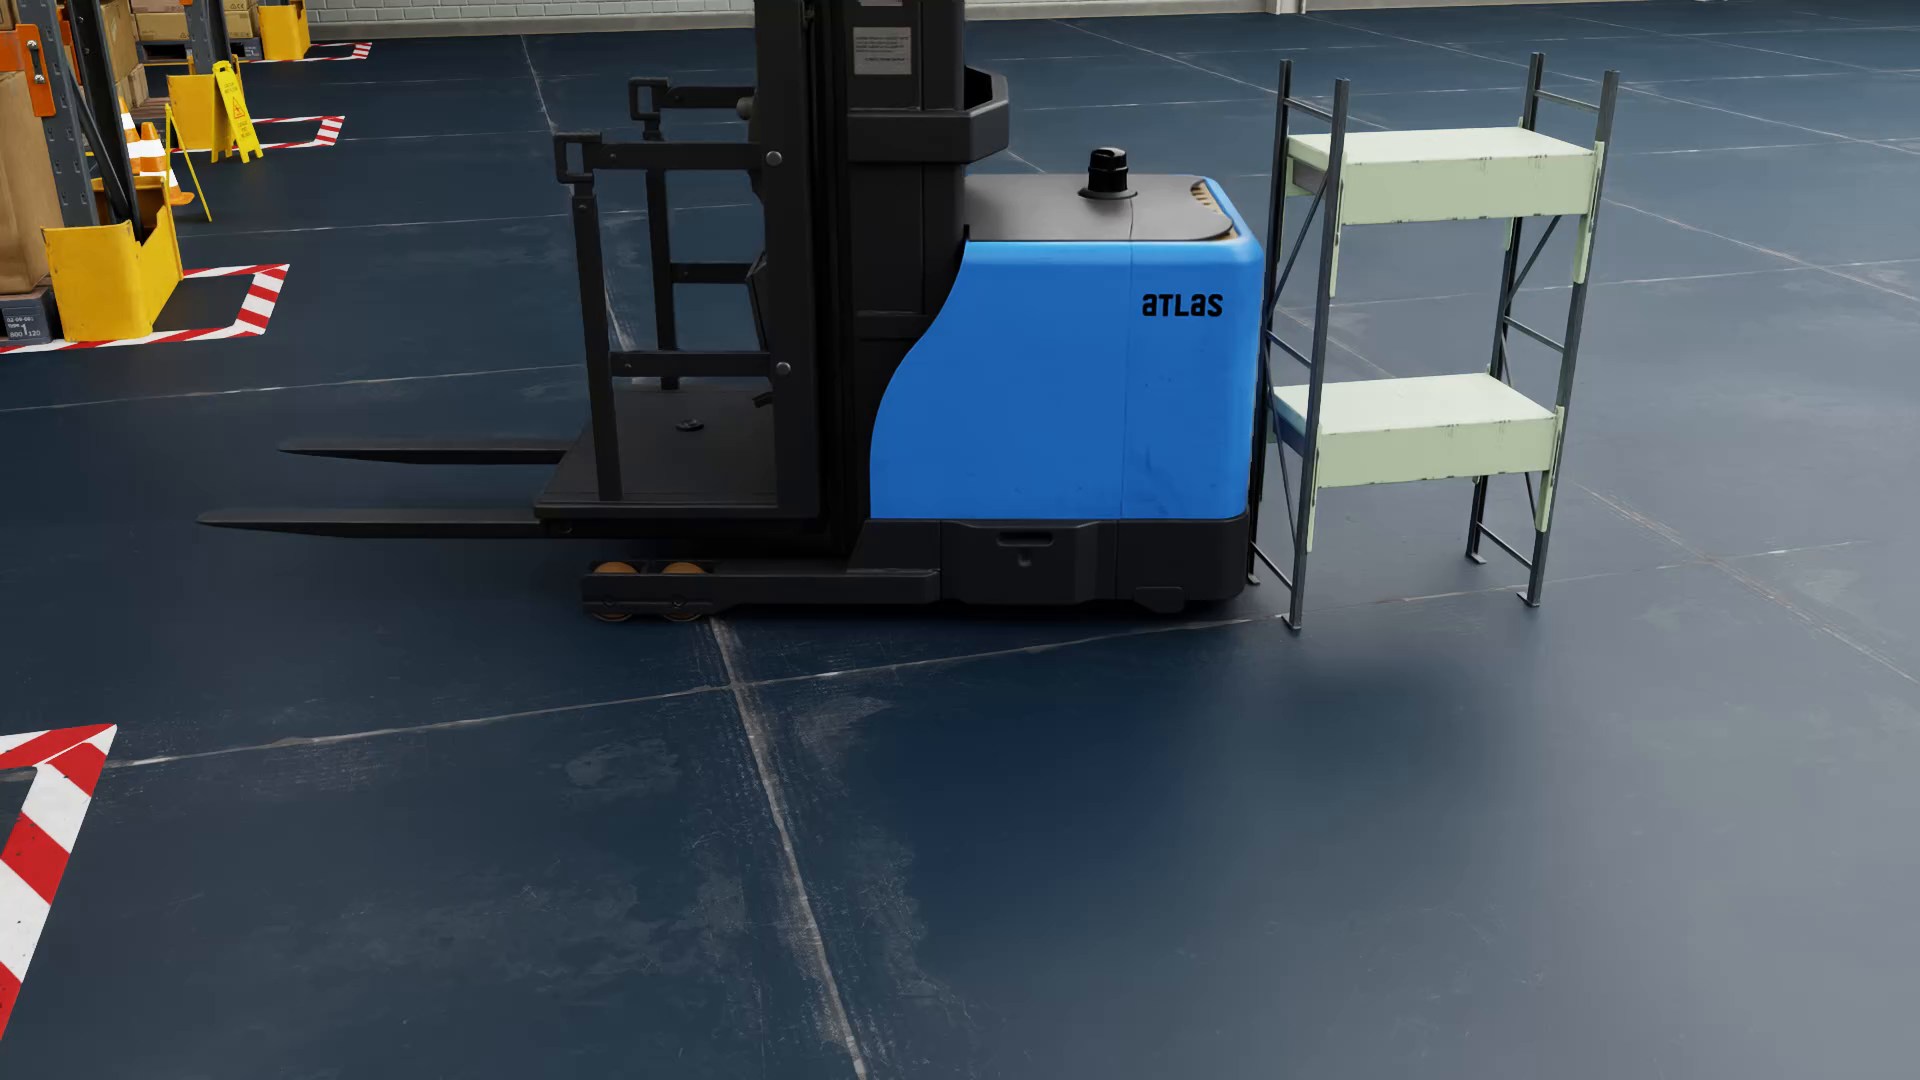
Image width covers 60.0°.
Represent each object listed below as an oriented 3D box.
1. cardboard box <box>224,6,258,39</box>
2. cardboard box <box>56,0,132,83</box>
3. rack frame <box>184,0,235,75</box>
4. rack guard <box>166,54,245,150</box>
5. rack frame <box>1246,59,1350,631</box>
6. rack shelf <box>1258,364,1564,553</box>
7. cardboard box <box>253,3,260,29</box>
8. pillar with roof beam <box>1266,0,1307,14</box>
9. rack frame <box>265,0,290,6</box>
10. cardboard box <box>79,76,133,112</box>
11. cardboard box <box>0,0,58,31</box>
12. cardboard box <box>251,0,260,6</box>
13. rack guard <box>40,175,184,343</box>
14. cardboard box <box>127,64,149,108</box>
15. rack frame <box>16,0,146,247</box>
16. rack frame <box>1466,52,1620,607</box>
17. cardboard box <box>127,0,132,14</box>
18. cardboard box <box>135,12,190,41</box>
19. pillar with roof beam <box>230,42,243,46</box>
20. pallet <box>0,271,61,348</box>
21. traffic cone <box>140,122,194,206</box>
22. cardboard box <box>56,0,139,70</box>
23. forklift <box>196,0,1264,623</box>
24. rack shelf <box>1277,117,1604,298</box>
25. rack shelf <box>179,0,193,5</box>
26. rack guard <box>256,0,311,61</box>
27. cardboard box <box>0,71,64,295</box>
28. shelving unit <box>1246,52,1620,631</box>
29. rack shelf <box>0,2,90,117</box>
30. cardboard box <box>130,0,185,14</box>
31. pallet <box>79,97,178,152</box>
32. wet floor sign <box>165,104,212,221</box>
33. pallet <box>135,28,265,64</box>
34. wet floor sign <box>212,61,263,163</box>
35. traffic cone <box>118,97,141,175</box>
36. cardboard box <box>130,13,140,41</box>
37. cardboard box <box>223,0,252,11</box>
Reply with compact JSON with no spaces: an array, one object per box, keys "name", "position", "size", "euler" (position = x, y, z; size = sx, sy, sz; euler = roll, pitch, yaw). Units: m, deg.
[{"name":"cardboard box","position":[-7.070,-4.981,16.010],"size":[0.500,0.250,0.500],"euler":[-6,24,-14]},{"name":"cardboard box","position":[-6.059,-3.428,11.438],"size":[0.500,0.500,0.500],"euler":[-6,24,-14]},{"name":"rack frame","position":[-5.358,-4.338,11.556],"size":[0.127,3.000,1.000],"euler":[-6,24,-14]},{"name":"rack guard","position":[-5.431,-3.181,12.030],"size":[0.348,0.500,1.175],"euler":[-6,24,-14]},{"name":"rack frame","position":[0.904,-0.514,4.545],"size":[0.023,1.500,0.400],"euler":[-5,24,-11]},{"name":"rack shelf","position":[1.262,-0.243,4.742],"size":[0.720,0.370,0.431],"euler":[-5,24,-11]},{"name":"cardboard box","position":[-7.228,-5.173,16.457],"size":[0.500,0.250,0.500],"euler":[-6,24,-14]},{"name":"pillar with roof beam","position":[5.100,-8.891,14.558],"size":[0.400,9.000,9.100],"euler":[-6,24,-14]},{"name":"rack frame","position":[-6.703,-6.222,15.947],"size":[0.127,3.000,1.000],"euler":[-6,24,-14]},{"name":"cardboard box","position":[-6.087,-3.076,11.570],"size":[0.500,0.250,0.500],"euler":[-6,24,-15]},{"name":"cardboard box","position":[-4.269,-2.482,7.039],"size":[0.550,0.550,0.875],"euler":[-6,24,-14]},{"name":"cardboard box","position":[-7.211,-5.410,16.374],"size":[0.500,0.250,0.500],"euler":[-6,24,-13]},{"name":"rack guard","position":[-3.901,-1.323,7.700],"size":[0.348,0.500,1.175],"euler":[-6,24,-14]},{"name":"cardboard box","position":[-6.210,-3.286,12.059],"size":[0.500,0.250,0.500],"euler":[-7,24,-15]},{"name":"rack frame","position":[-3.924,-2.469,7.201],"size":[0.127,3.000,1.000],"euler":[-6,24,-14]},{"name":"rack frame","position":[1.620,-0.573,4.682],"size":[0.023,1.500,0.400],"euler":[-5,24,-11]},{"name":"cardboard box","position":[-8.064,-5.098,15.648],"size":[0.500,0.250,0.500],"euler":[-7,24,-16]},{"name":"cardboard box","position":[-7.551,-4.932,15.895],"size":[0.500,0.250,0.500],"euler":[-6,24,-14]},{"name":"pillar with roof beam","position":[-6.454,-7.613,11.579],"size":[0.400,9.000,9.100],"euler":[-6,24,-14]},{"name":"pallet","position":[-4.673,-1.073,7.483],"size":[1.213,0.211,1.003],"euler":[-6,24,-14]},{"name":"traffic cone","position":[-4.797,-2.251,9.910],"size":[0.334,0.463,0.336],"euler":[-6,24,-14]},{"name":"cardboard box","position":[-6.232,-3.628,11.905],"size":[0.500,0.500,0.500],"euler":[-7,24,-16]},{"name":"forklift","position":[-0.696,-1.322,4.615],"size":[3.031,2.935,1.130],"euler":[0,23,0]},{"name":"rack shelf","position":[1.262,-0.902,4.460],"size":[0.720,0.370,0.431],"euler":[-5,24,-11]},{"name":"rack shelf","position":[-7.284,-3.794,11.201],"size":[4.000,0.370,1.077],"euler":[-6,24,-14]},{"name":"rack guard","position":[-6.679,-5.076,16.445],"size":[0.348,0.500,1.175],"euler":[-6,24,-14]},{"name":"cardboard box","position":[-4.559,-1.589,7.310],"size":[0.875,0.875,0.875],"euler":[-6,24,-14]},{"name":"shelving unit","position":[1.262,-0.543,4.614],"size":[0.755,1.500,0.431],"euler":[-5,24,-11]},{"name":"rack shelf","position":[-5.849,-1.926,6.846],"size":[4.000,0.370,1.077],"euler":[-6,24,-14]},{"name":"cardboard box","position":[-7.573,-5.161,15.795],"size":[0.500,0.250,0.500],"euler":[-7,24,-15]},{"name":"pallet","position":[-6.223,-2.975,11.916],"size":[1.213,0.211,1.003],"euler":[-6,24,-14]},{"name":"wet floor sign","position":[-4.431,-2.142,9.424],"size":[0.232,0.644,0.267],"euler":[-11,25,-23]},{"name":"pallet","position":[-7.428,-4.843,16.270],"size":[1.213,0.211,1.003],"euler":[-6,24,-14]},{"name":"wet floor sign","position":[-4.886,-2.870,11.120],"size":[0.232,0.644,0.267],"euler":[2,23,4]},{"name":"traffic cone","position":[-5.424,-2.637,10.808],"size":[0.334,0.463,0.336],"euler":[-6,24,-14]},{"name":"cardboard box","position":[-8.035,-4.882,15.779],"size":[0.500,0.250,0.500],"euler":[-6,24,-14]},{"name":"cardboard box","position":[-7.087,-5.211,15.910],"size":[0.500,0.250,0.500],"euler":[-7,24,-15]}]
